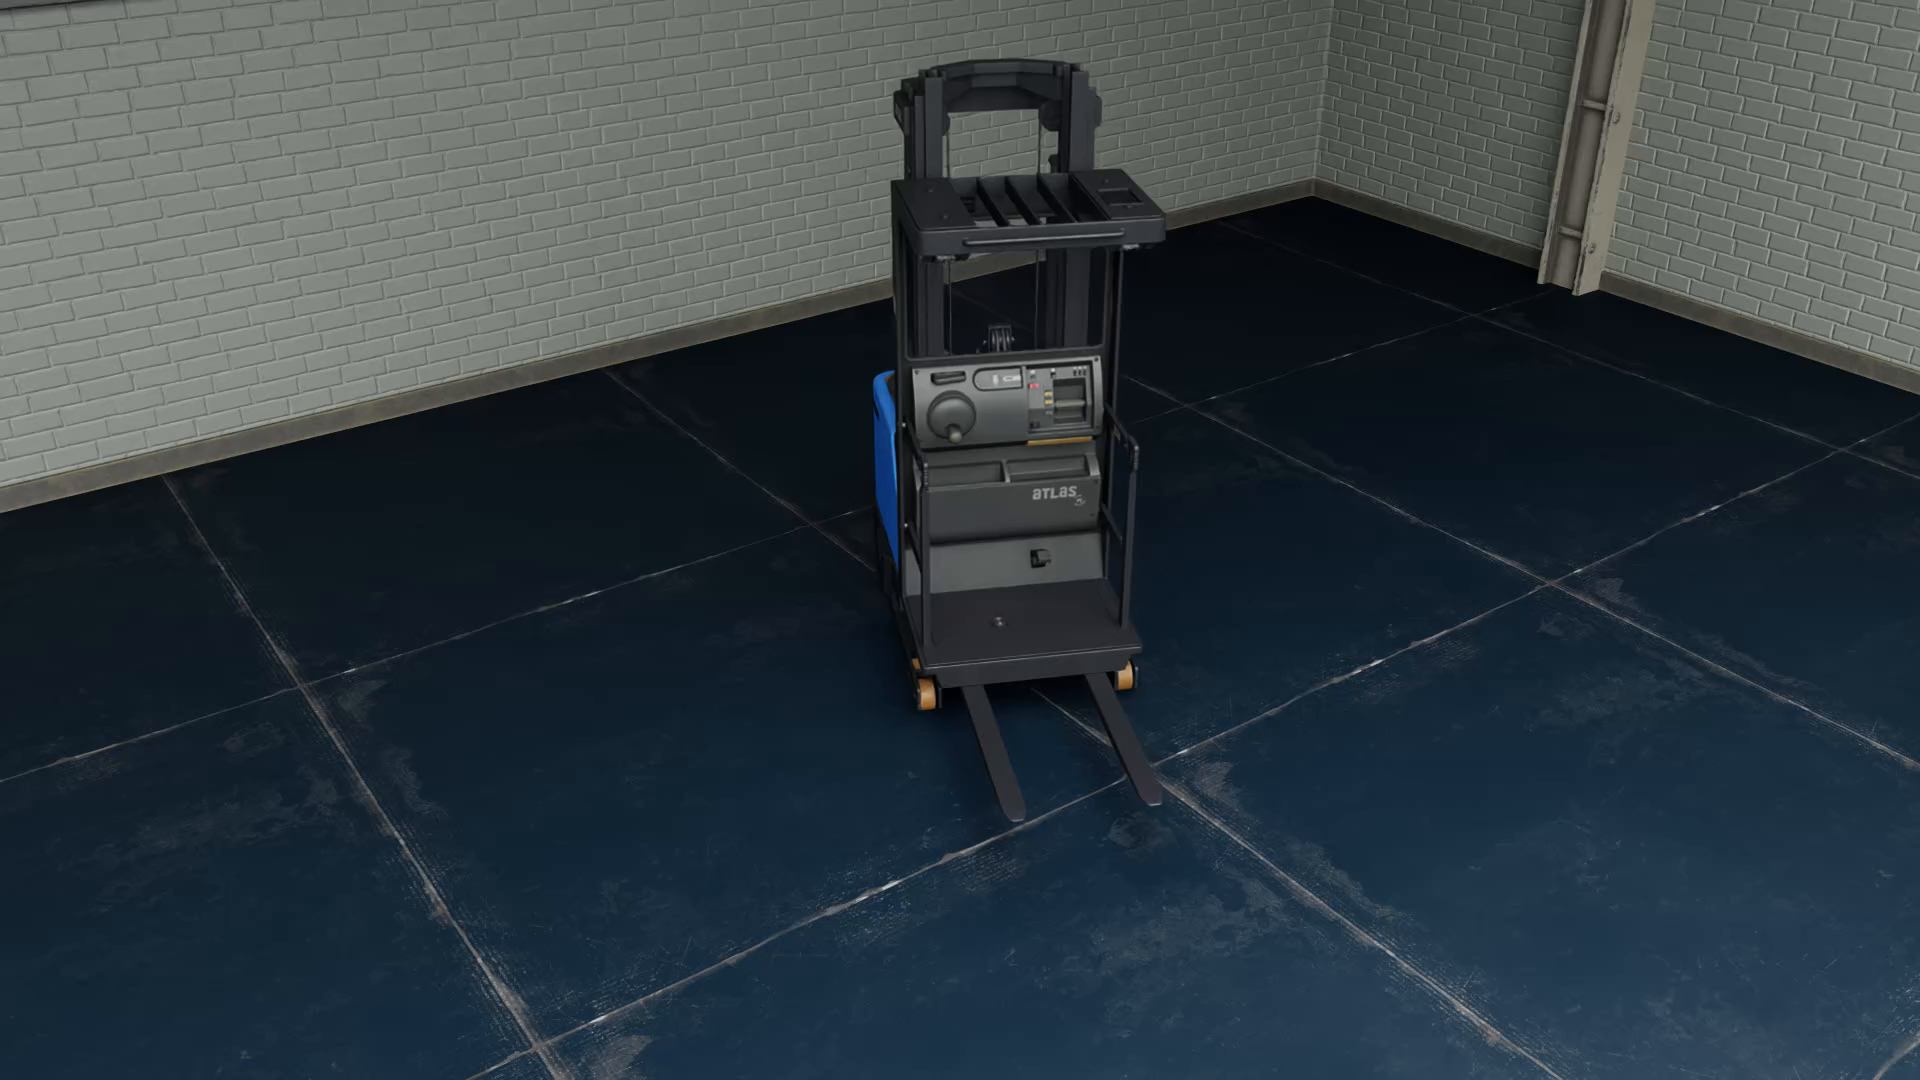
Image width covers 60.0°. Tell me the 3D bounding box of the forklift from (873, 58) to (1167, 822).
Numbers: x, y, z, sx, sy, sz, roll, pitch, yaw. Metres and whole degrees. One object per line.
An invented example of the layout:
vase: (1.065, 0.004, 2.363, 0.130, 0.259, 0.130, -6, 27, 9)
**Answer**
forklift: (0.273, -0.634, 7.846, 1.130, 2.935, 3.031, -5, 29, -9)

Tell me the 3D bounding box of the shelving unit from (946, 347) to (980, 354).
shelving unit: (0.038, -0.587, 9.730, 0.215, 1.050, 0.252, -5, 29, -9)

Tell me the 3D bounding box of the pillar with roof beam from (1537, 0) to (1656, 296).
pillar with roof beam: (1.460, -4.842, 9.237, 9.100, 9.000, 0.400, -19, 34, -31)

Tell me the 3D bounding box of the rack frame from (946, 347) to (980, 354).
rack frame: (0.017, -0.644, 9.835, 0.200, 1.050, 0.008, -5, 29, -9)
